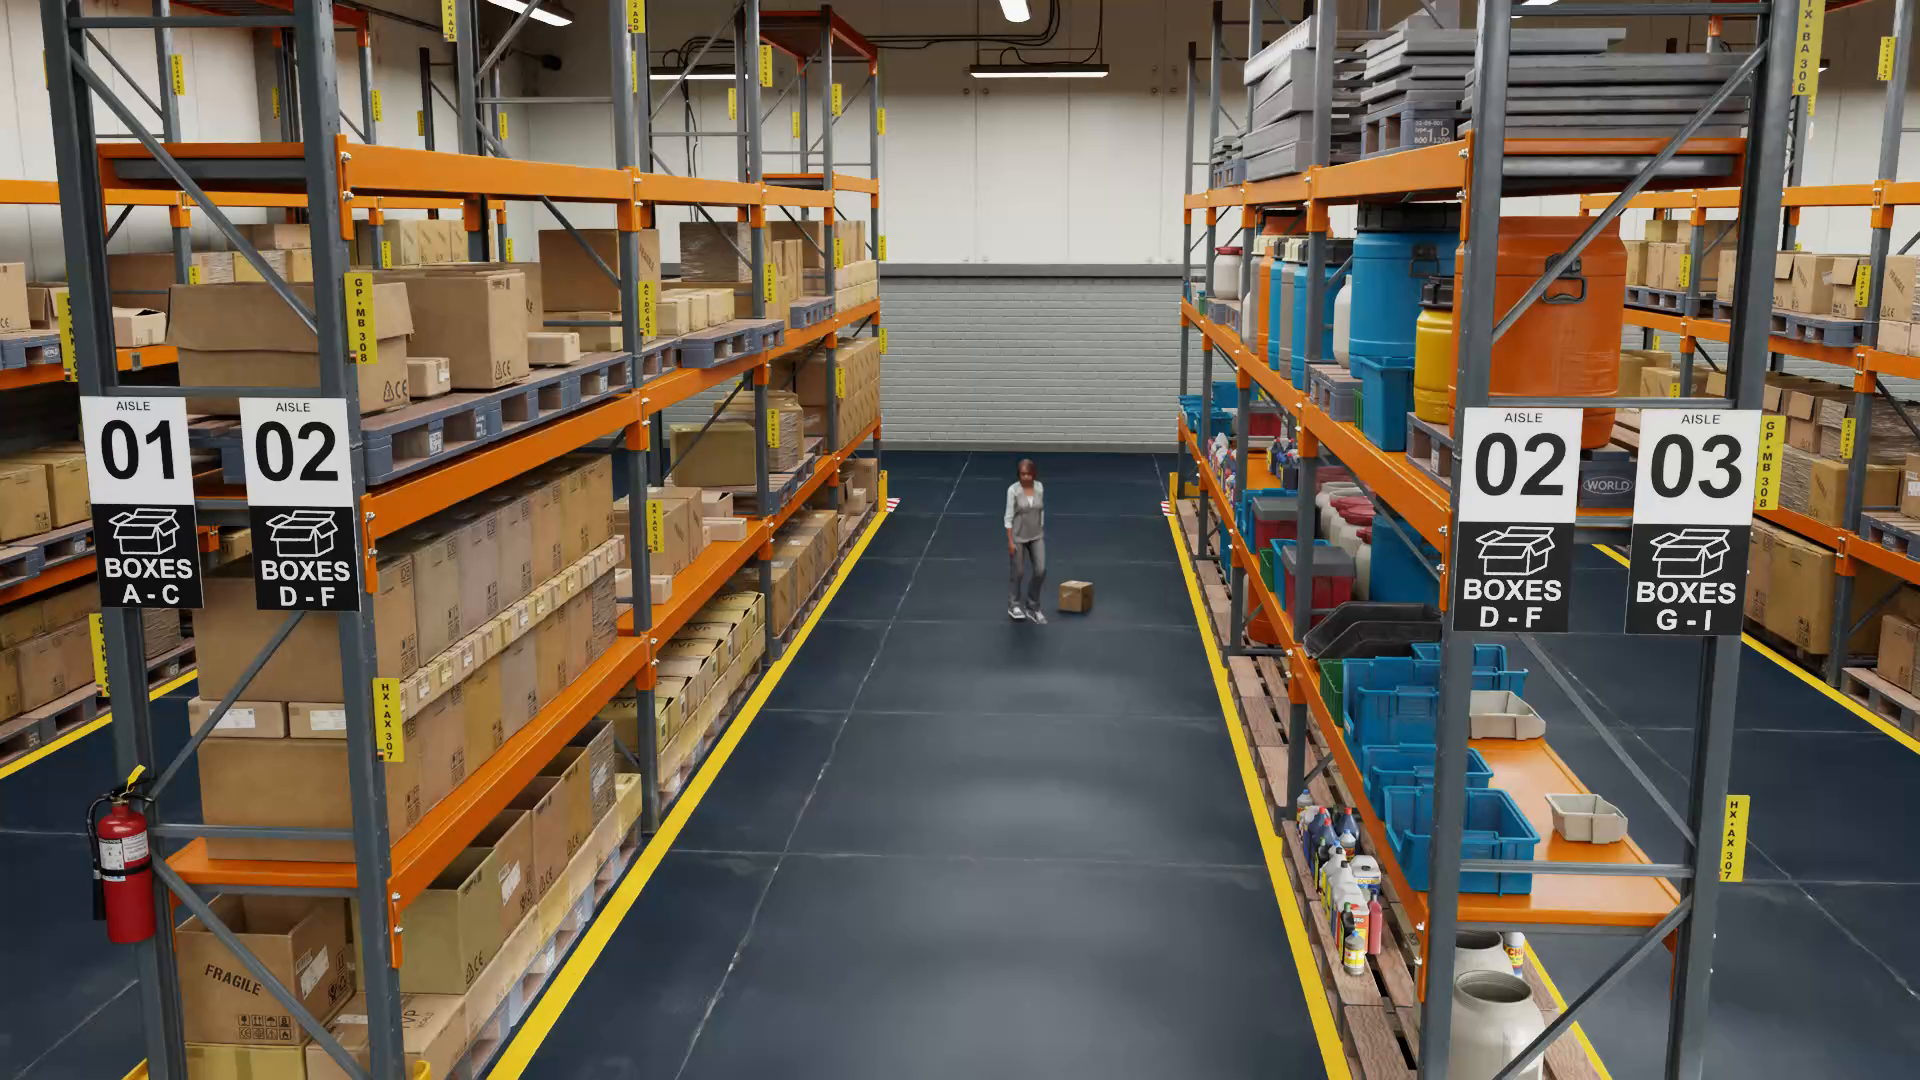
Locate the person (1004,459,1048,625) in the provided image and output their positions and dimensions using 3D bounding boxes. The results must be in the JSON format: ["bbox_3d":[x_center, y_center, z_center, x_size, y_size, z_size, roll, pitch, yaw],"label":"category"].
[{"bbox_3d":[0.603,0.015,15.935,0.424,1.628,0.492,-3,11,-15],"label":"person"}]
